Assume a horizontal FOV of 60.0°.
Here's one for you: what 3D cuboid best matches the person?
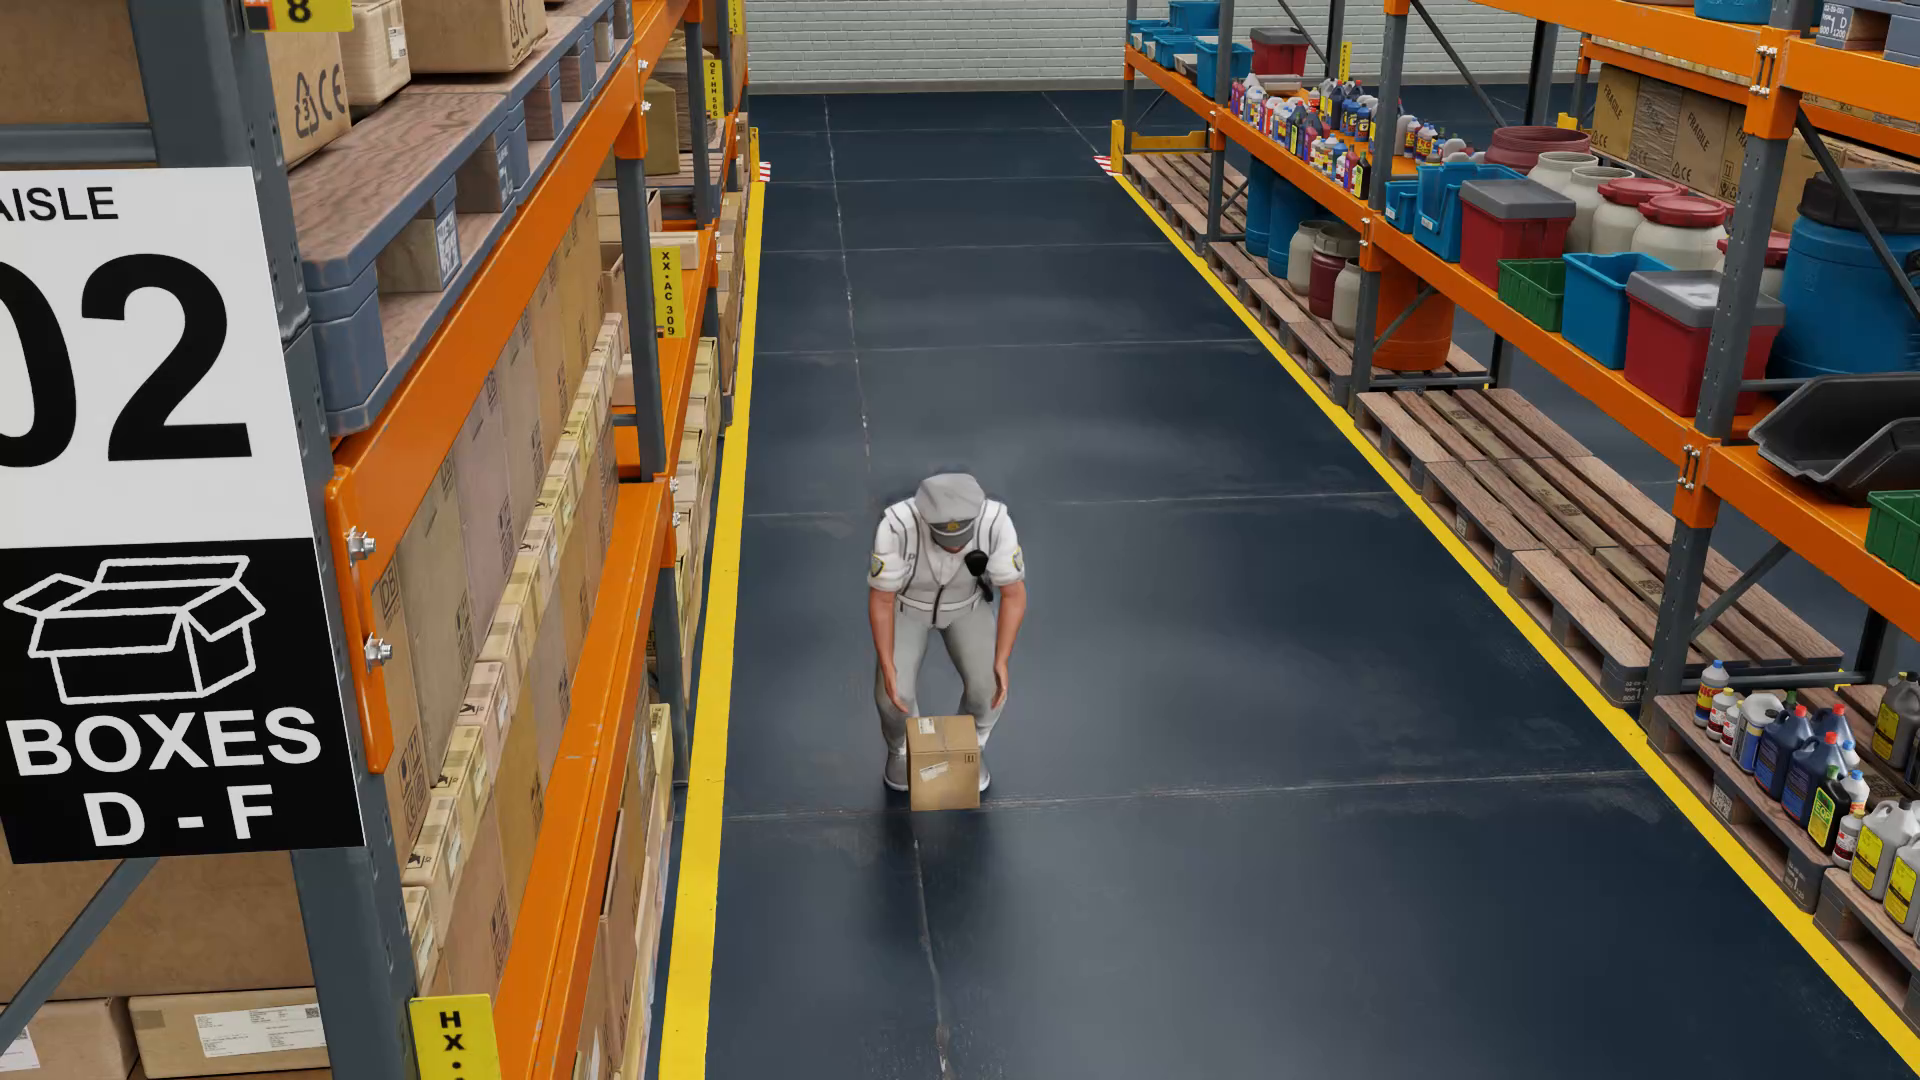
[{"bbox_3d":[-0.051,0.333,6.338,0.590,1.352,0.823,-1,24,-2],"label":"person"}]
